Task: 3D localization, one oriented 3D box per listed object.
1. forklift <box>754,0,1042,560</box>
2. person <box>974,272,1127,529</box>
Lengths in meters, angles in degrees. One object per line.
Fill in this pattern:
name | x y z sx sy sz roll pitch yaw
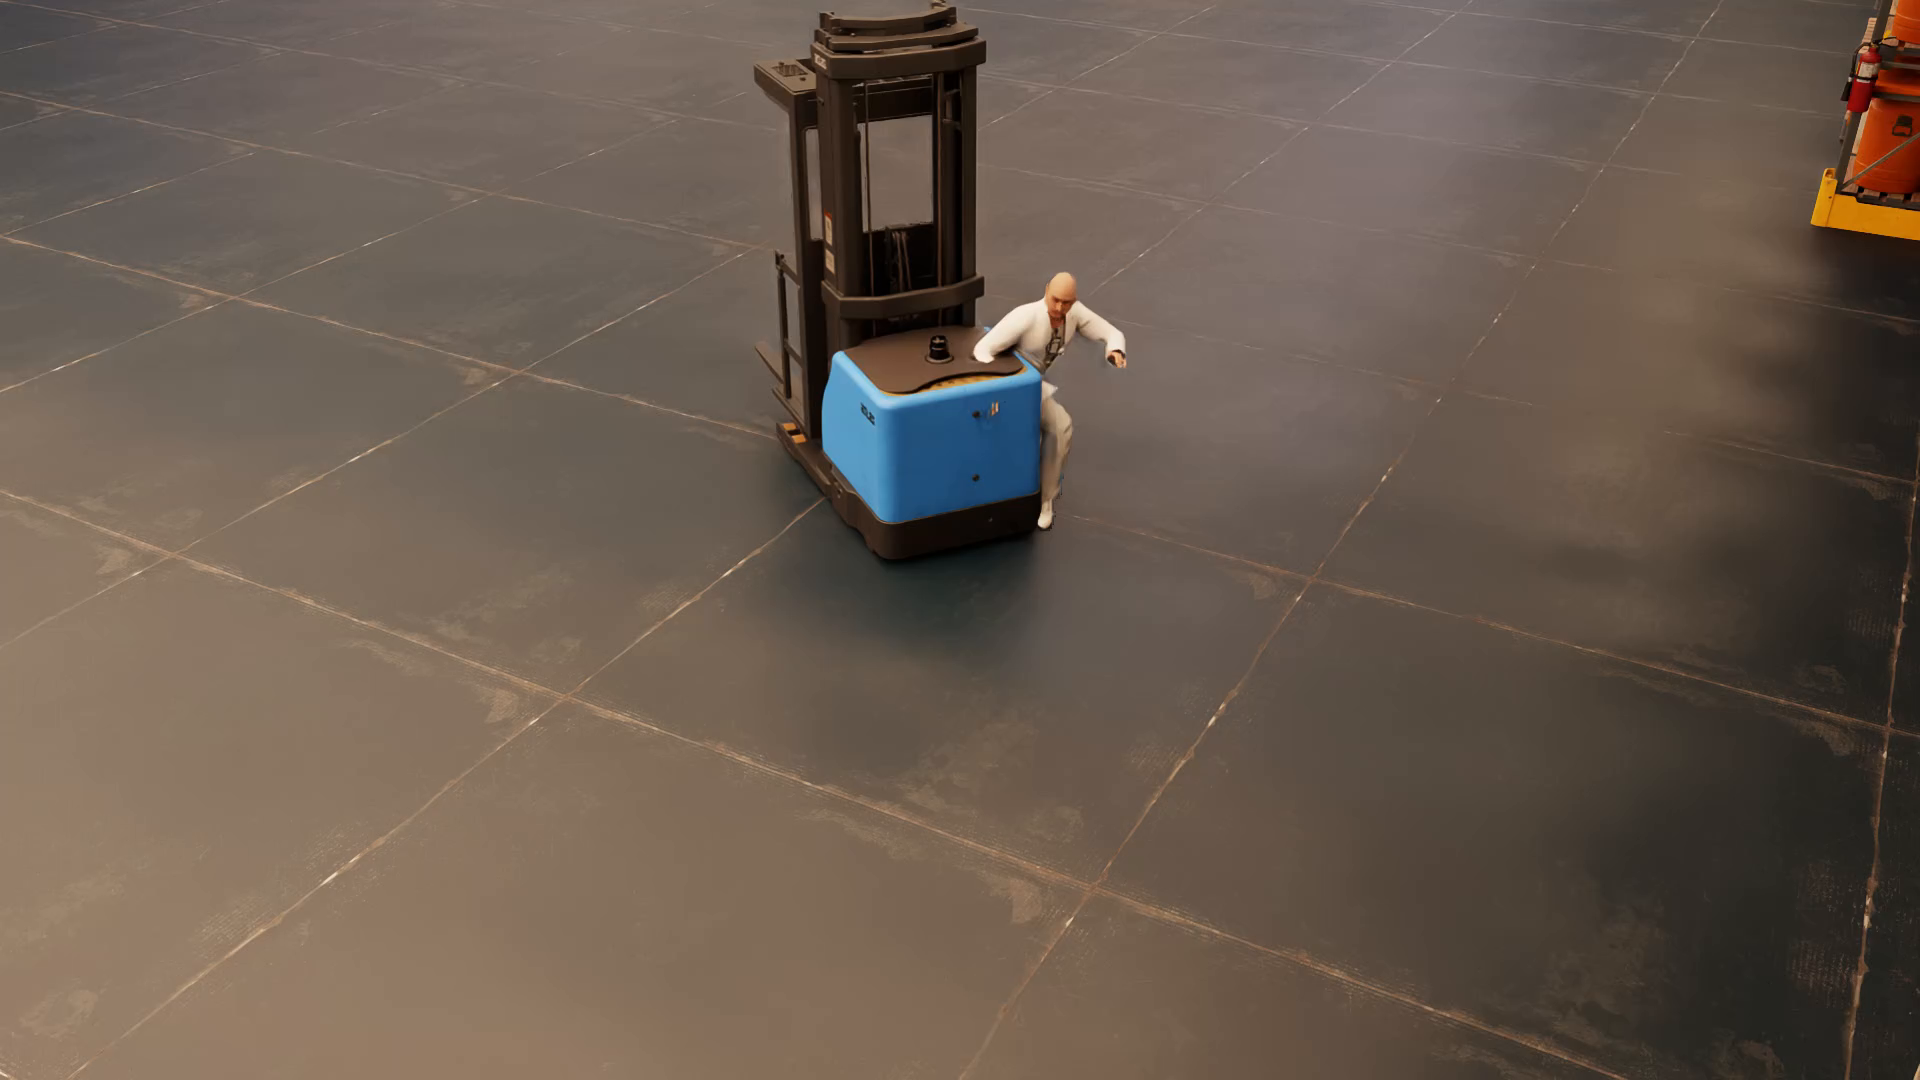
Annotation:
forklift | -0.569 -1.874 10.318 1.130 2.935 3.031 -12 32 -20
person | 0.490 -0.815 9.874 0.928 1.534 1.043 20 35 30
